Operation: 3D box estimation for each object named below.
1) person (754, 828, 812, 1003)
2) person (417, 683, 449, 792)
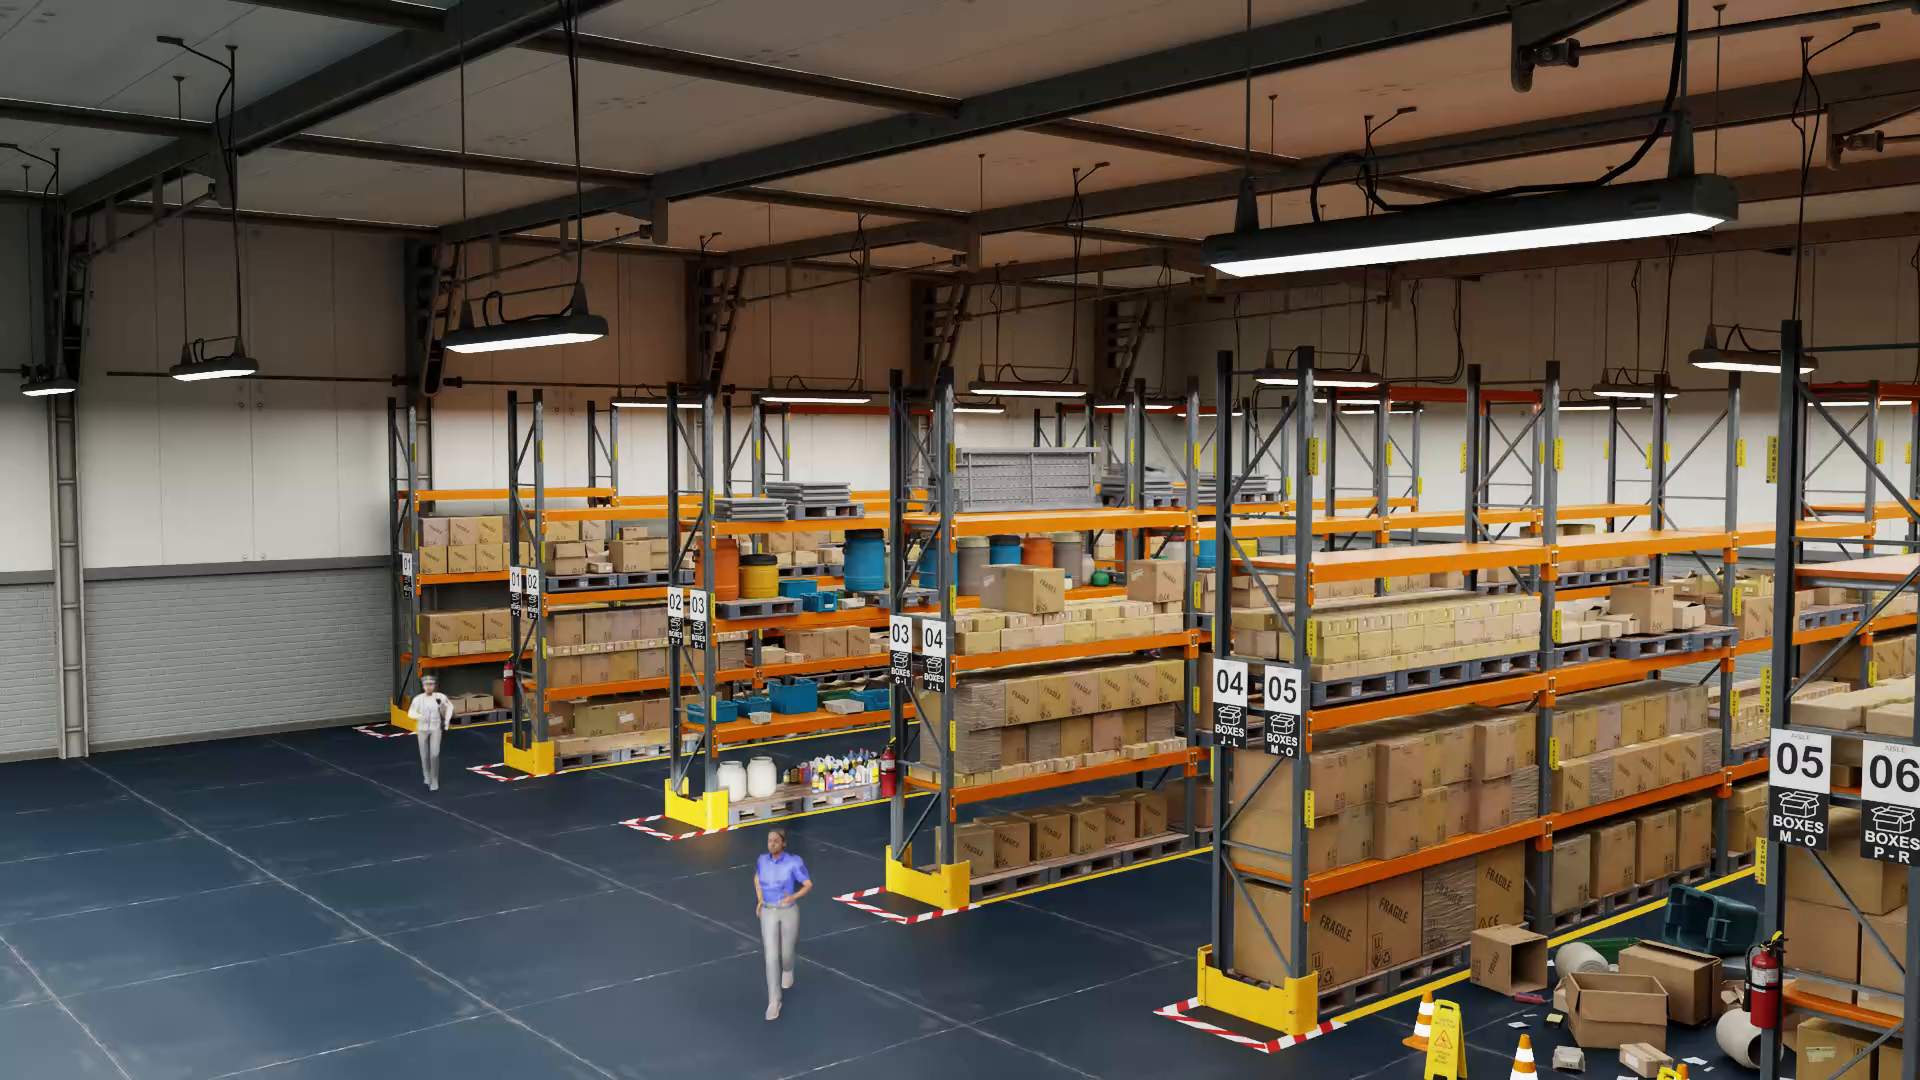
[{"bbox_3d":[-1.631,3.411,15.269,0.571,1.555,0.703,0,3,5],"label":"person"},{"bbox_3d":[-7.874,2.899,24.824,0.454,1.697,0.691,-1,3,-10],"label":"person"}]
